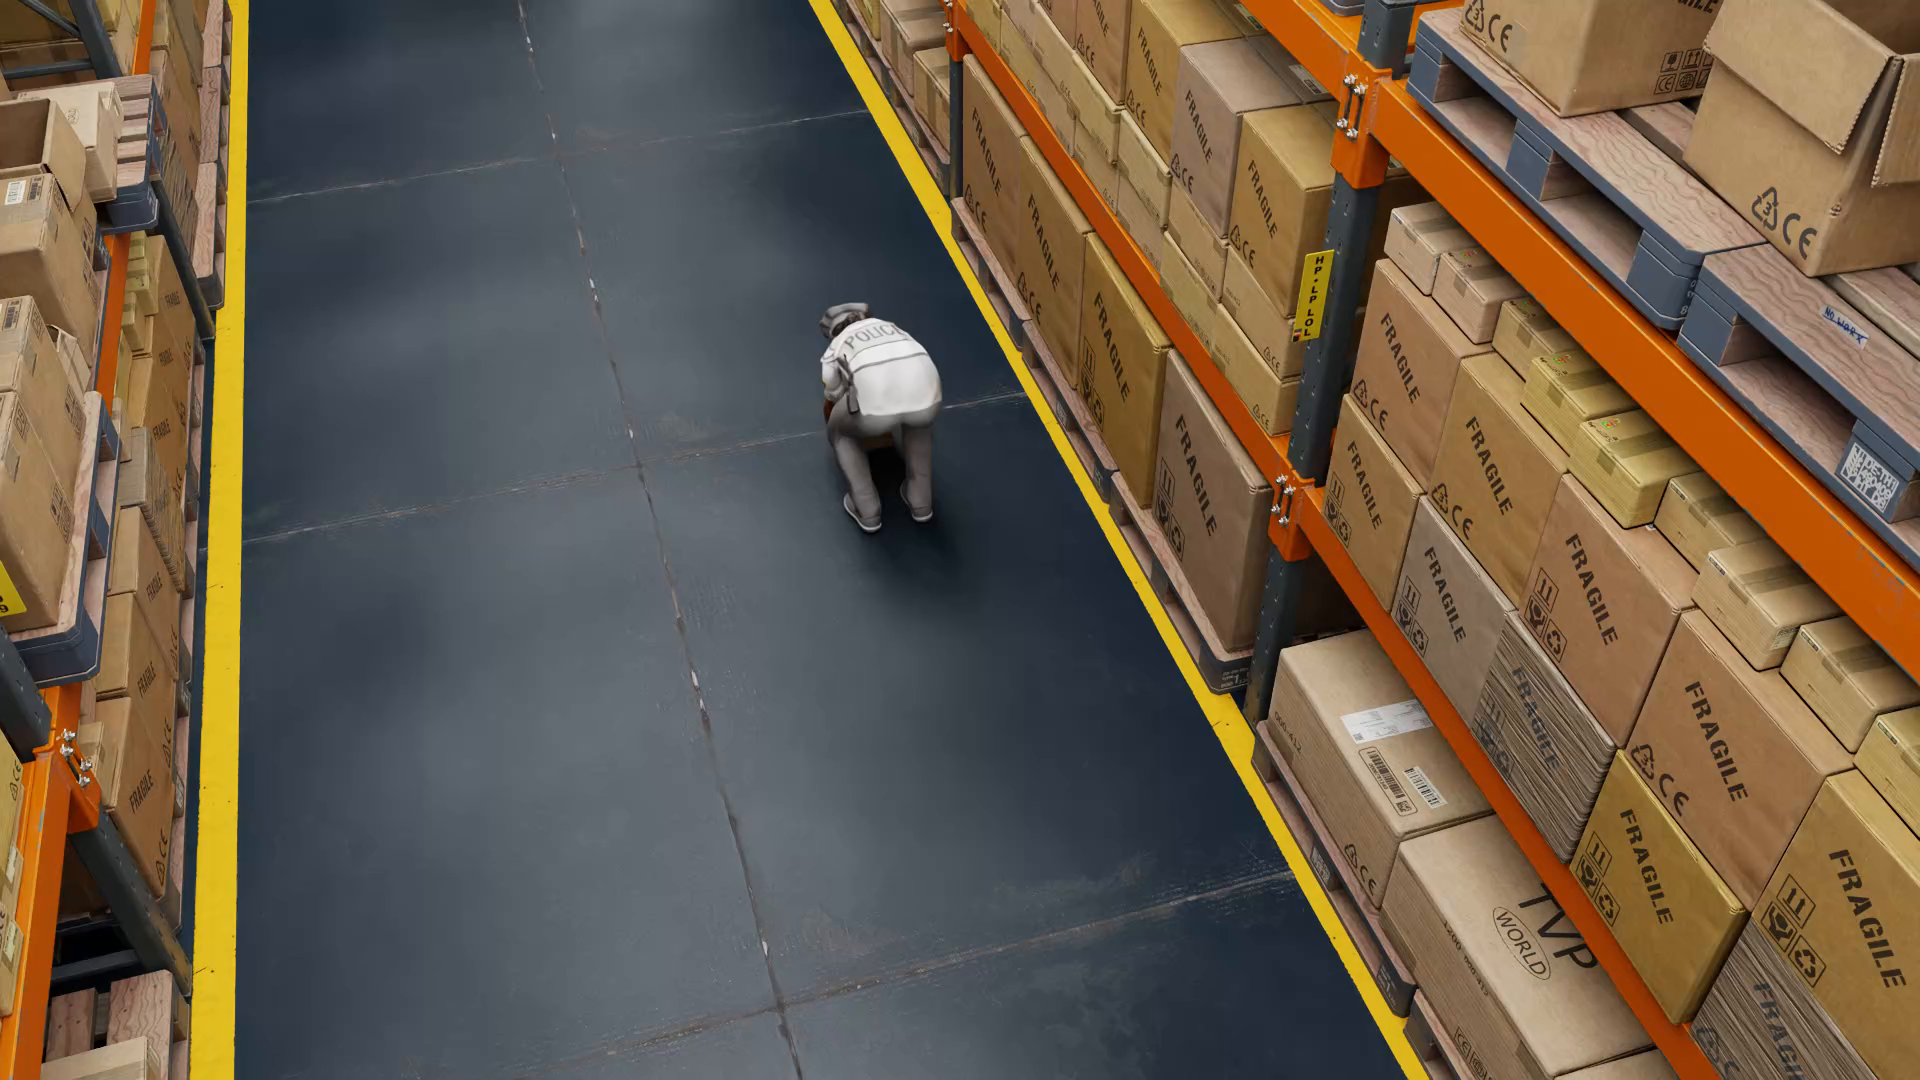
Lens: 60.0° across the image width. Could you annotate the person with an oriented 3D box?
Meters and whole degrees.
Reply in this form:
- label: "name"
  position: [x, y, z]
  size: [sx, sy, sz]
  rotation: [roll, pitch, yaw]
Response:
- label: "person"
  position: [-0.378, -0.605, 7.343]
  size: [0.457, 0.962, 0.918]
  rotation: [-14, 44, -15]
